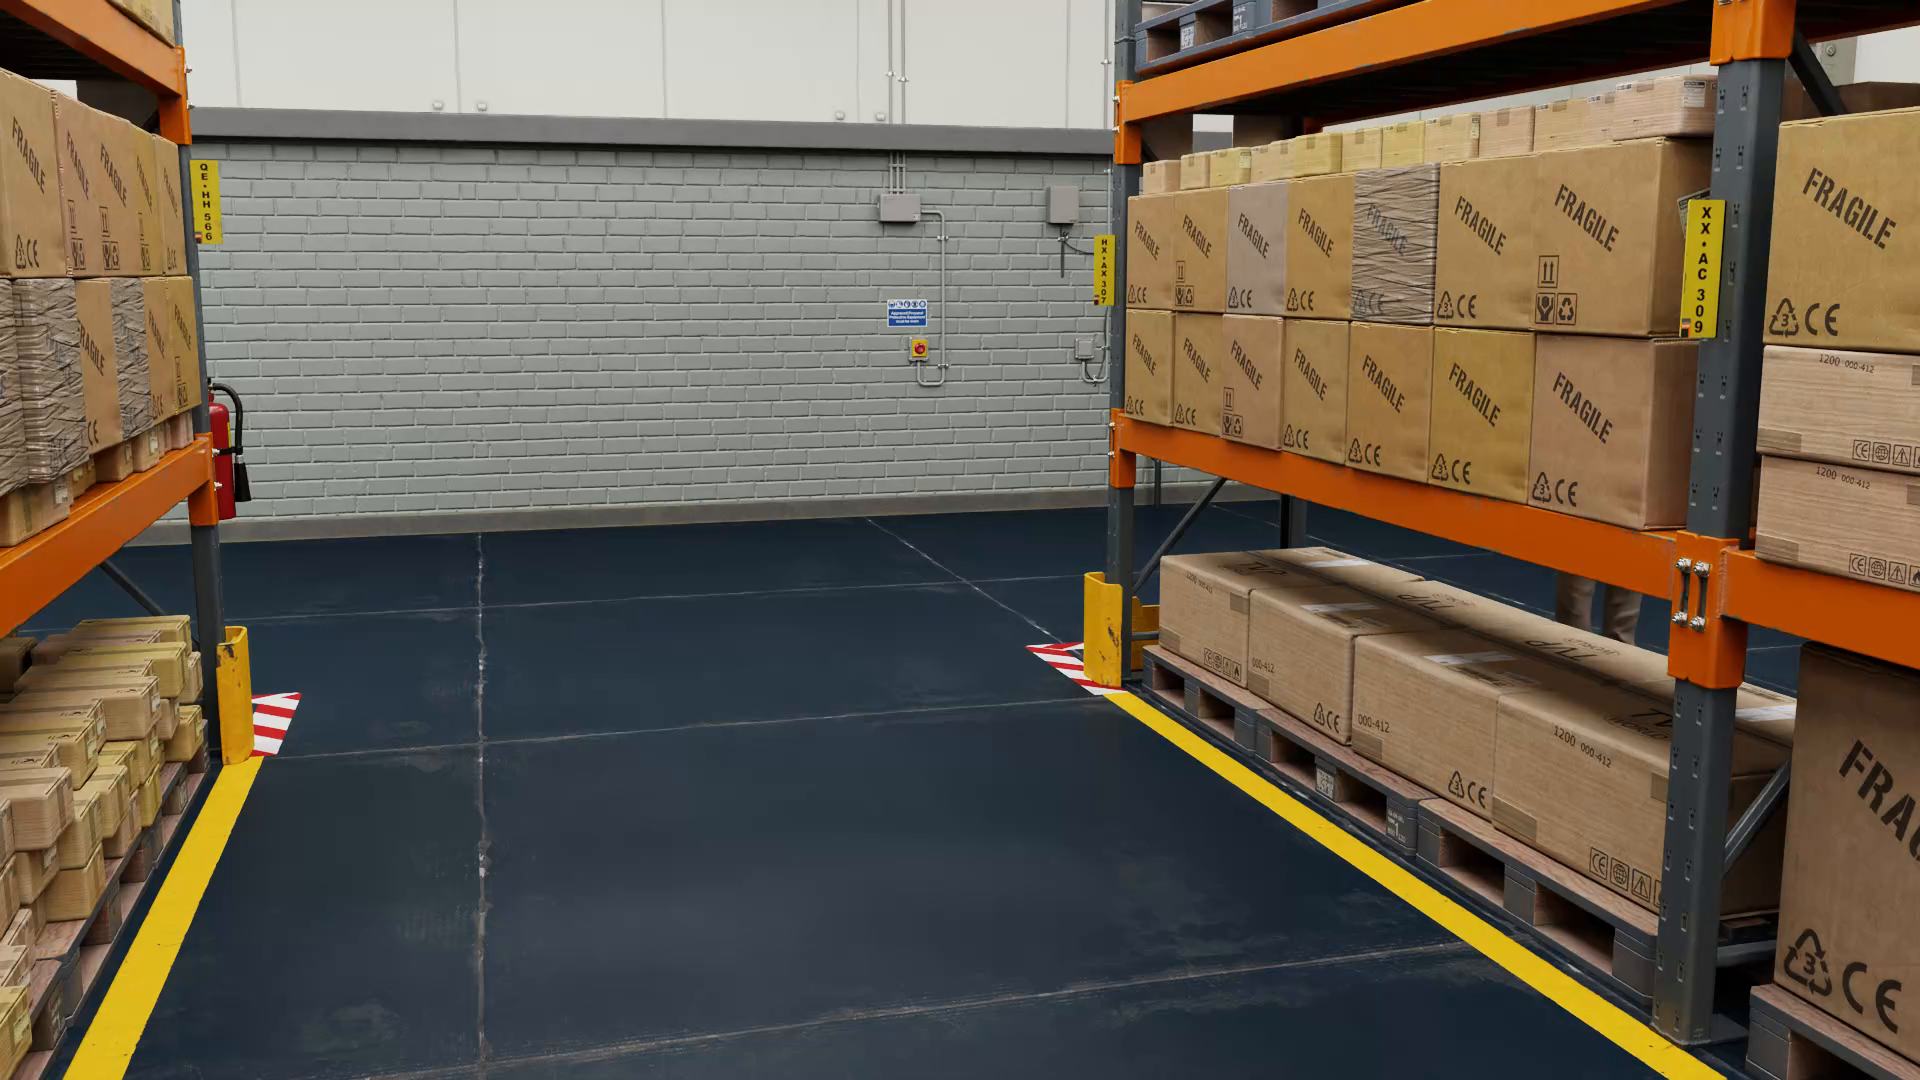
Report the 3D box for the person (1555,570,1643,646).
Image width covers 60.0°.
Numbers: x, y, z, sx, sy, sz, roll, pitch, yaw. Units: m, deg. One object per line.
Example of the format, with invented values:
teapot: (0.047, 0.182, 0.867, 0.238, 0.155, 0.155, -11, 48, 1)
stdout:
person: (2.989, -0.140, 7.661, 0.551, 1.729, 0.403, -1, 9, -6)
